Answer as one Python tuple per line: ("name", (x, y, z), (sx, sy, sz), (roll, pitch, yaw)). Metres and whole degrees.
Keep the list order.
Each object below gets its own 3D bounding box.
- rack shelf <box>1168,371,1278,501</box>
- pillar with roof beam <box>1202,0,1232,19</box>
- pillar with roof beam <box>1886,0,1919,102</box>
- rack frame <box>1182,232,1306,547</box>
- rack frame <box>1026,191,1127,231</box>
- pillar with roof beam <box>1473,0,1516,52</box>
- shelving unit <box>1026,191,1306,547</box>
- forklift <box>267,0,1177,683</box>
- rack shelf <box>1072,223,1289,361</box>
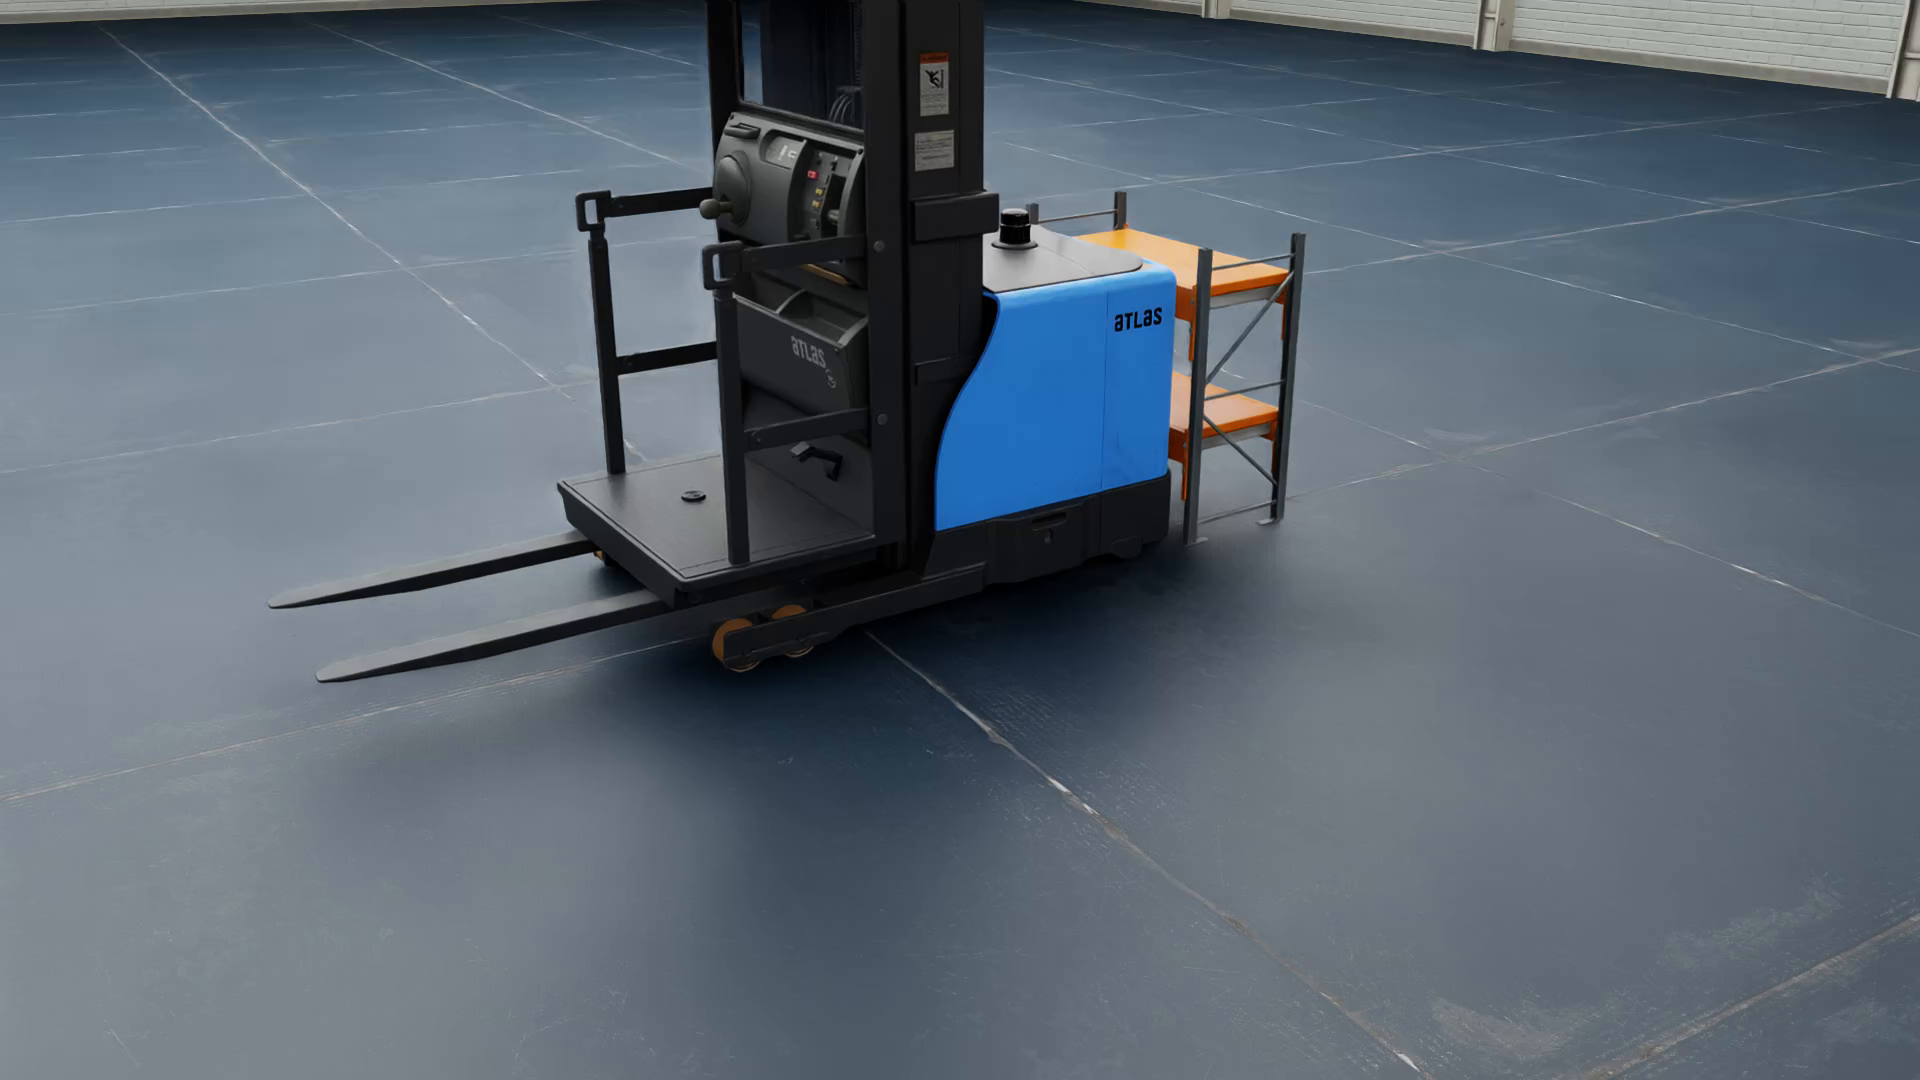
("rack shelf", (0.763, -0.484, 6.657), (0.538, 0.278, 1.000), (-15, 26, -32))
("pillar with roof beam", (0.574, -12.054, 24.018), (9.100, 9.000, 0.400), (-13, 25, -28))
("pillar with roof beam", (6.704, -8.170, 14.461), (9.100, 9.000, 0.400), (-13, 25, -28))
("rack frame", (1.052, -0.553, 6.177), (0.500, 1.125, 0.032), (-15, 26, -32))
("rack frame", (0.475, -0.868, 6.953), (0.500, 1.125, 0.032), (-15, 26, -32))
("pillar with roof beam", (3.639, -10.112, 19.239), (9.100, 9.000, 0.400), (-13, 25, -28))
("shelving unit", (0.763, -0.710, 6.565), (0.538, 1.125, 1.048), (-15, 26, -32))
("forklift", (-0.737, -1.165, 5.285), (3.031, 2.935, 1.130), (-14, 26, -30))
("rack shelf", (0.763, -0.981, 6.455), (0.538, 0.278, 1.000), (-15, 26, -32))
